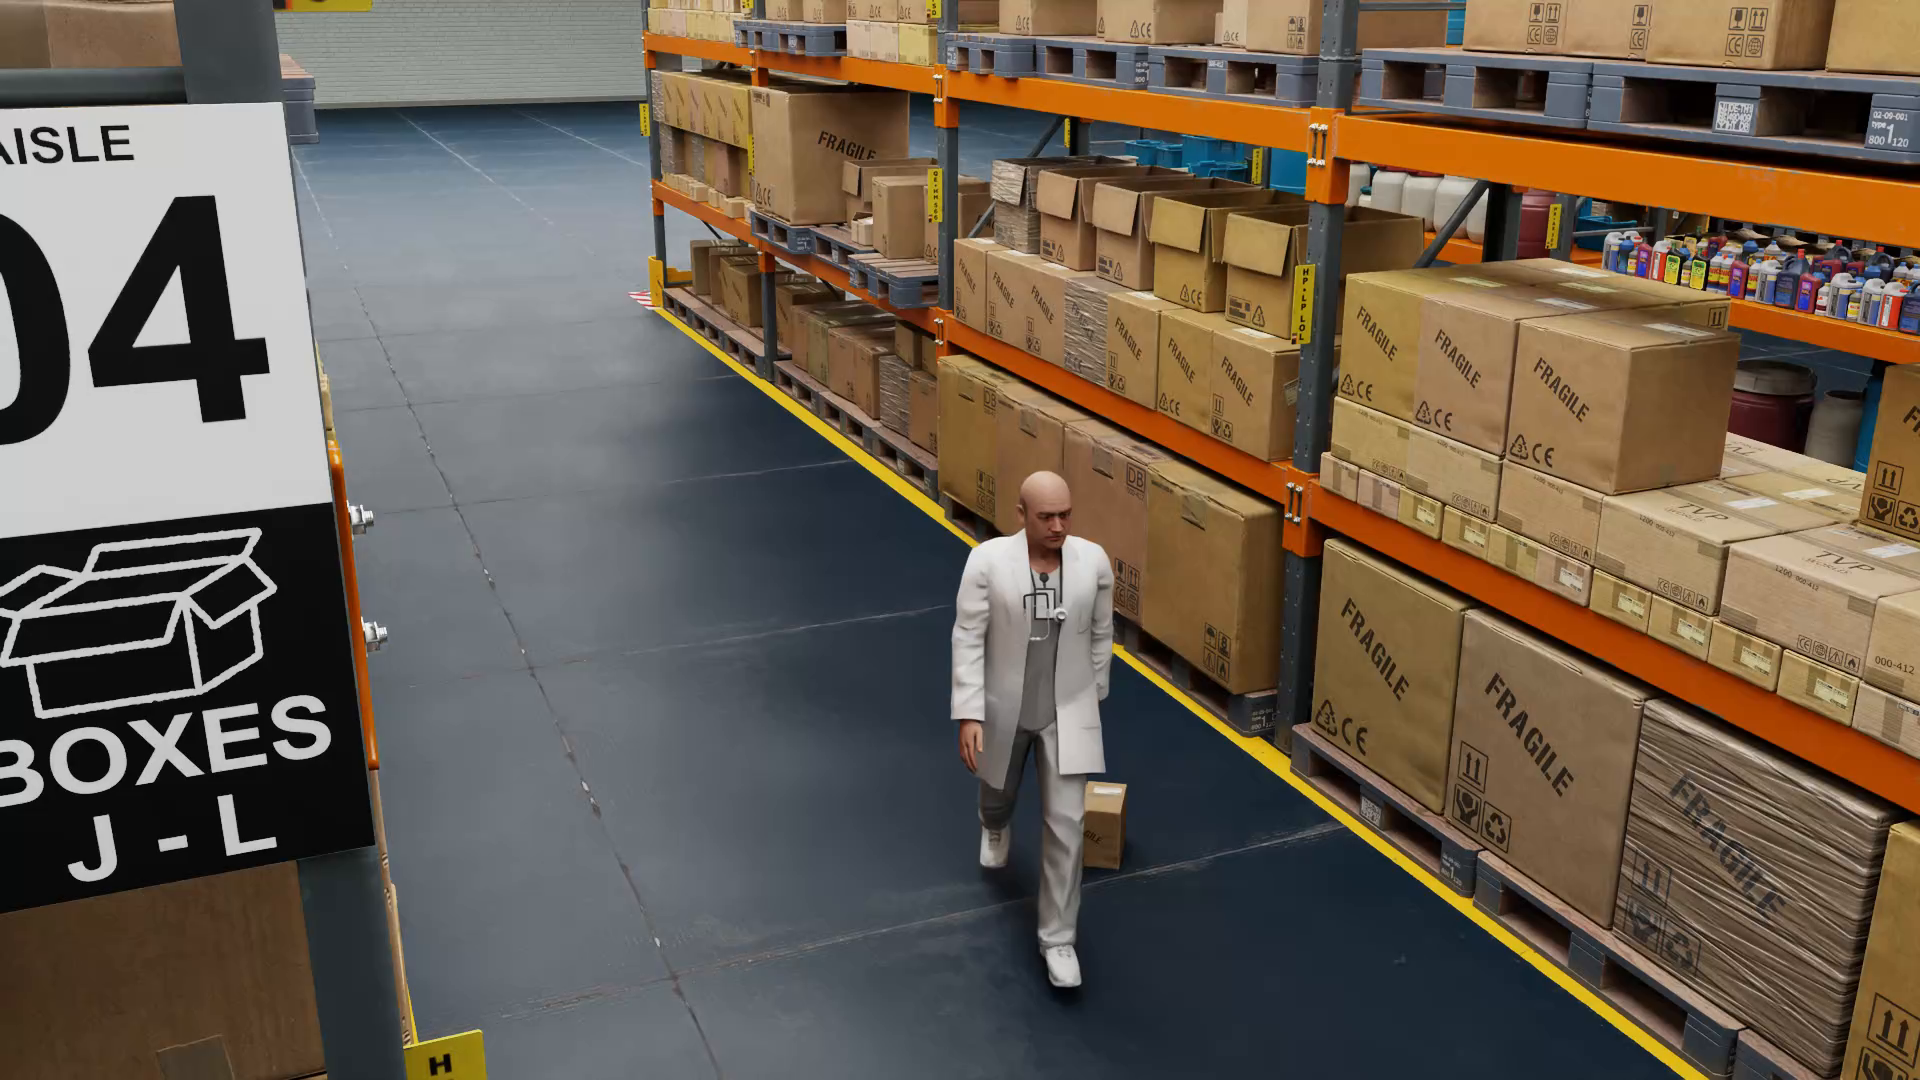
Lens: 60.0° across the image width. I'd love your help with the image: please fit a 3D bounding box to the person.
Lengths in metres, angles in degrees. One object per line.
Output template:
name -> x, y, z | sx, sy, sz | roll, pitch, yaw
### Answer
person -> 0.253, 0.568, 5.884 | 0.579, 1.729, 1.127 | 0, 19, -1
